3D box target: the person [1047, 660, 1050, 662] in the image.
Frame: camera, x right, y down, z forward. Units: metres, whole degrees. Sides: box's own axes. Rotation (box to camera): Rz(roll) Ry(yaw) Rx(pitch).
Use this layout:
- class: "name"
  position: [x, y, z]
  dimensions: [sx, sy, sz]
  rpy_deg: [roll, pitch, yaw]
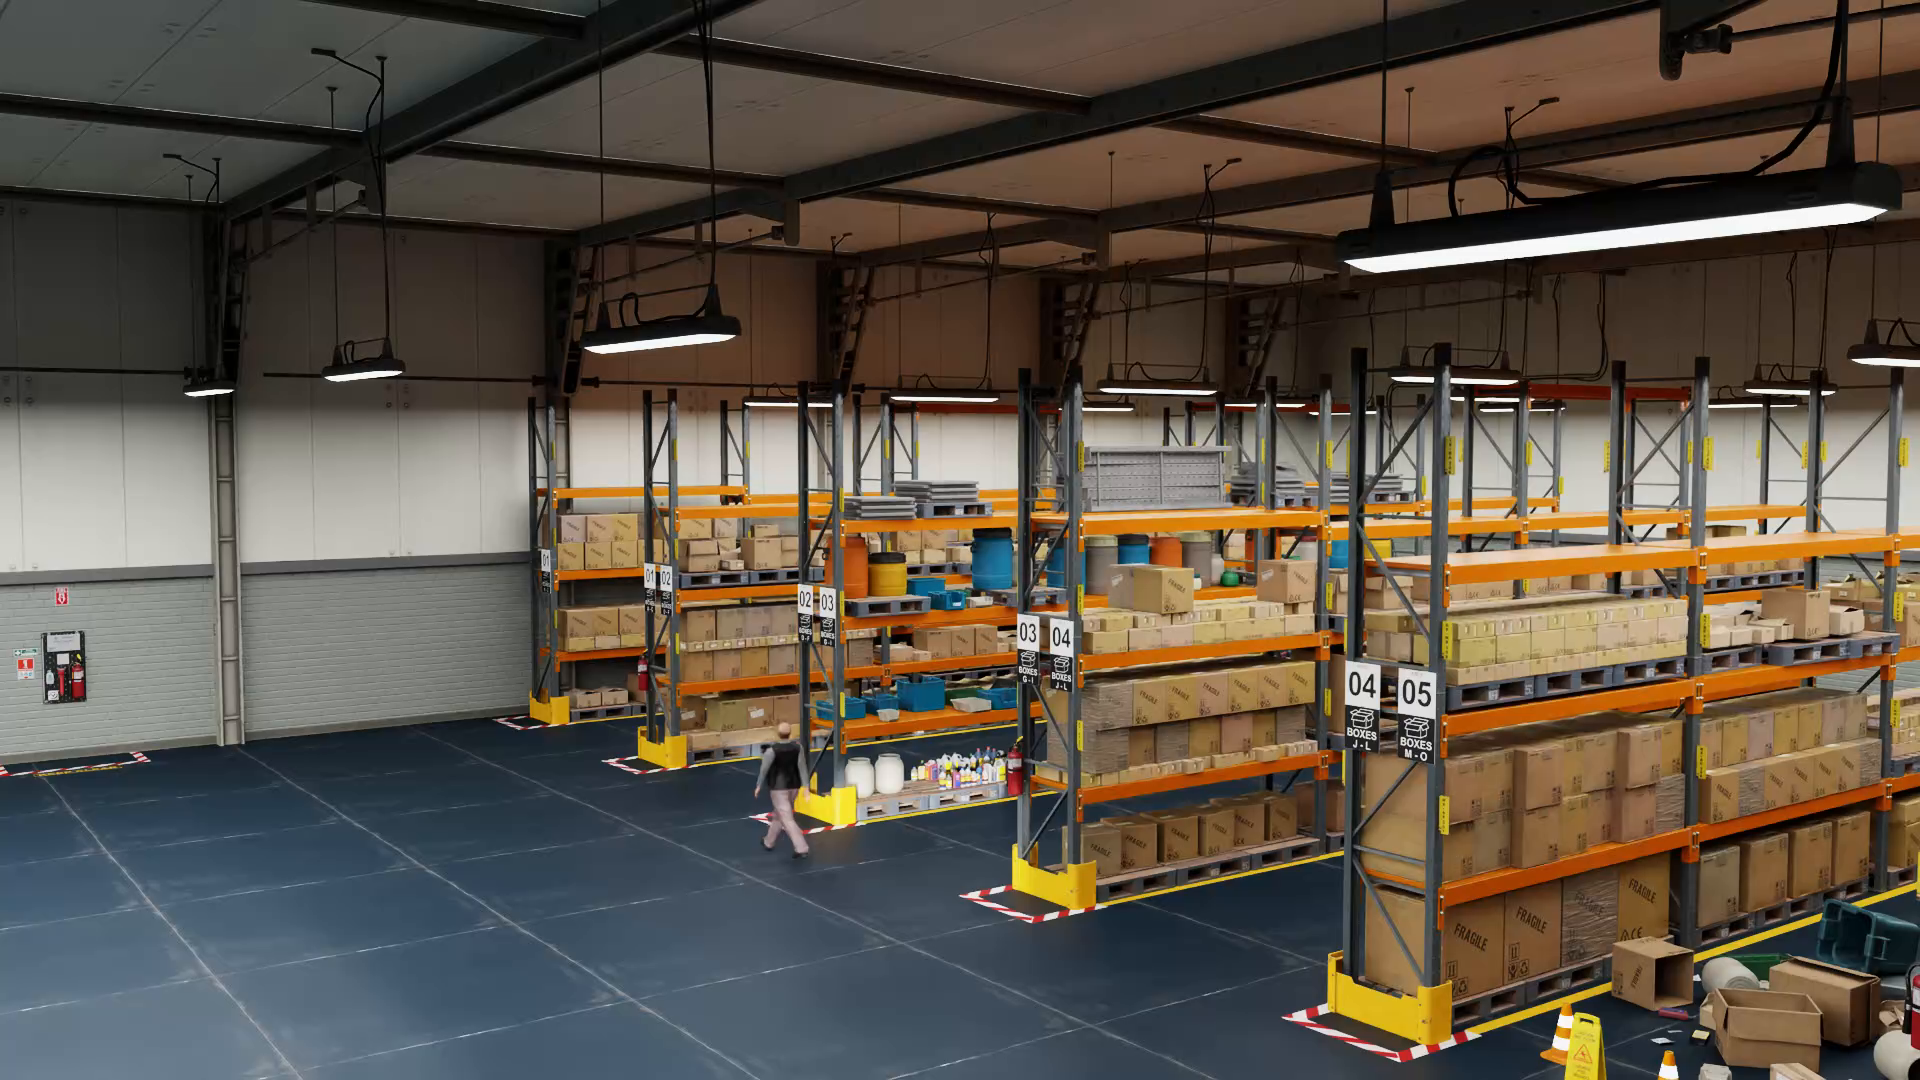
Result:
- class: "person"
  position: [1.959, 2.245, 34.098]
  dimensions: [0.634, 1.774, 0.639]
  rpy_deg: [-1, 4, -23]

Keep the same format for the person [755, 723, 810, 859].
- class: "person"
  position: [-2.235, 3.101, 20.653]
  dimensions: [1.054, 1.675, 0.508]
  rpy_deg: [2, 4, 35]

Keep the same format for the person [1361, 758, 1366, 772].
- class: "person"
  position: [5.872, 2.852, 24.440]
  dimensions: [0.451, 1.776, 0.637]
  rpy_deg: [2, 4, 29]
